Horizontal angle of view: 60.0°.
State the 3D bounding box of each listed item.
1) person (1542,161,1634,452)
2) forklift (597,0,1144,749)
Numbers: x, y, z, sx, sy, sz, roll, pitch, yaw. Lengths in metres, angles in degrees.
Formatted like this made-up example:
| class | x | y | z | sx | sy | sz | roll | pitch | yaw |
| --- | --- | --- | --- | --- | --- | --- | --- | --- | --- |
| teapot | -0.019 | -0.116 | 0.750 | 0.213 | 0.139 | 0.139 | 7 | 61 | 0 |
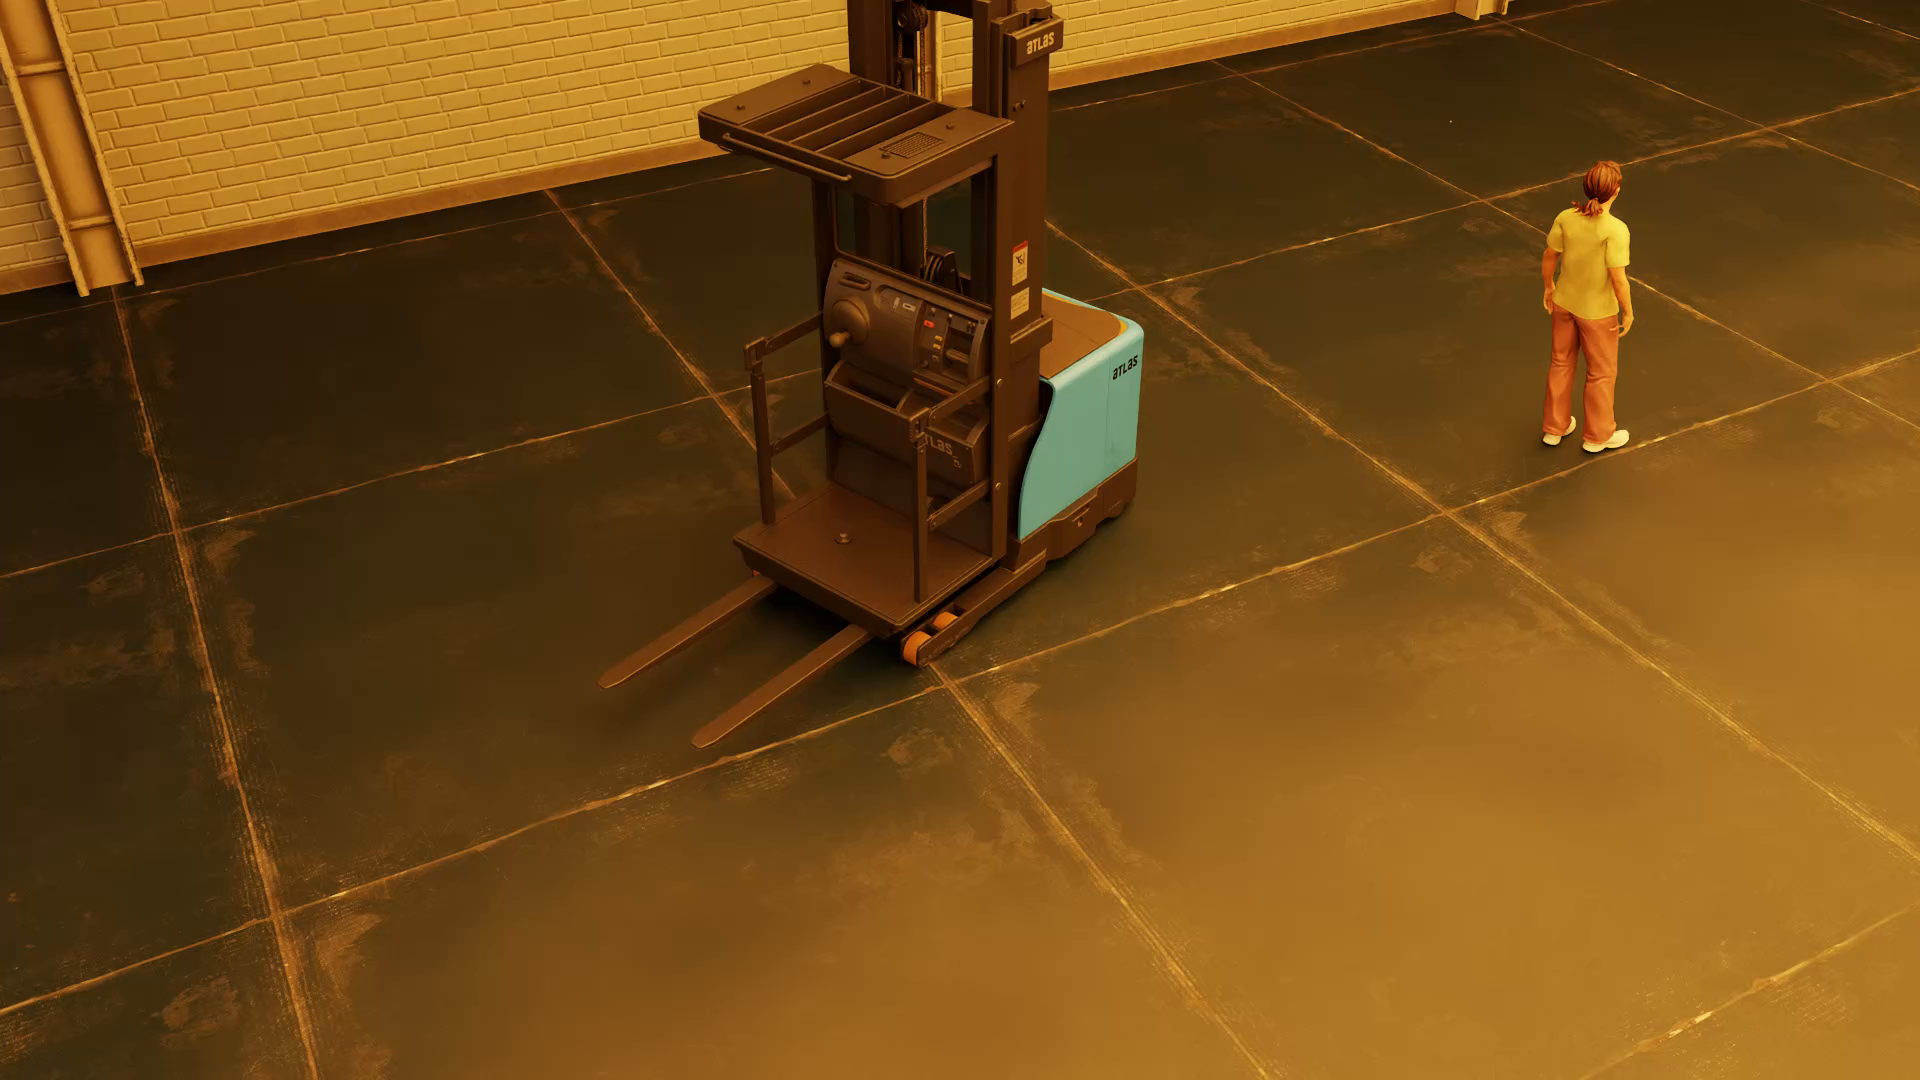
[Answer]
| class | x | y | z | sx | sy | sz | roll | pitch | yaw |
| --- | --- | --- | --- | --- | --- | --- | --- | --- | --- |
| person | 3.425 | -1.270 | 8.995 | 0.548 | 1.673 | 0.555 | -24 | 42 | -30 |
| forklift | -0.390 | -0.927 | 7.434 | 1.130 | 2.935 | 3.031 | 26 | 43 | 31 |
